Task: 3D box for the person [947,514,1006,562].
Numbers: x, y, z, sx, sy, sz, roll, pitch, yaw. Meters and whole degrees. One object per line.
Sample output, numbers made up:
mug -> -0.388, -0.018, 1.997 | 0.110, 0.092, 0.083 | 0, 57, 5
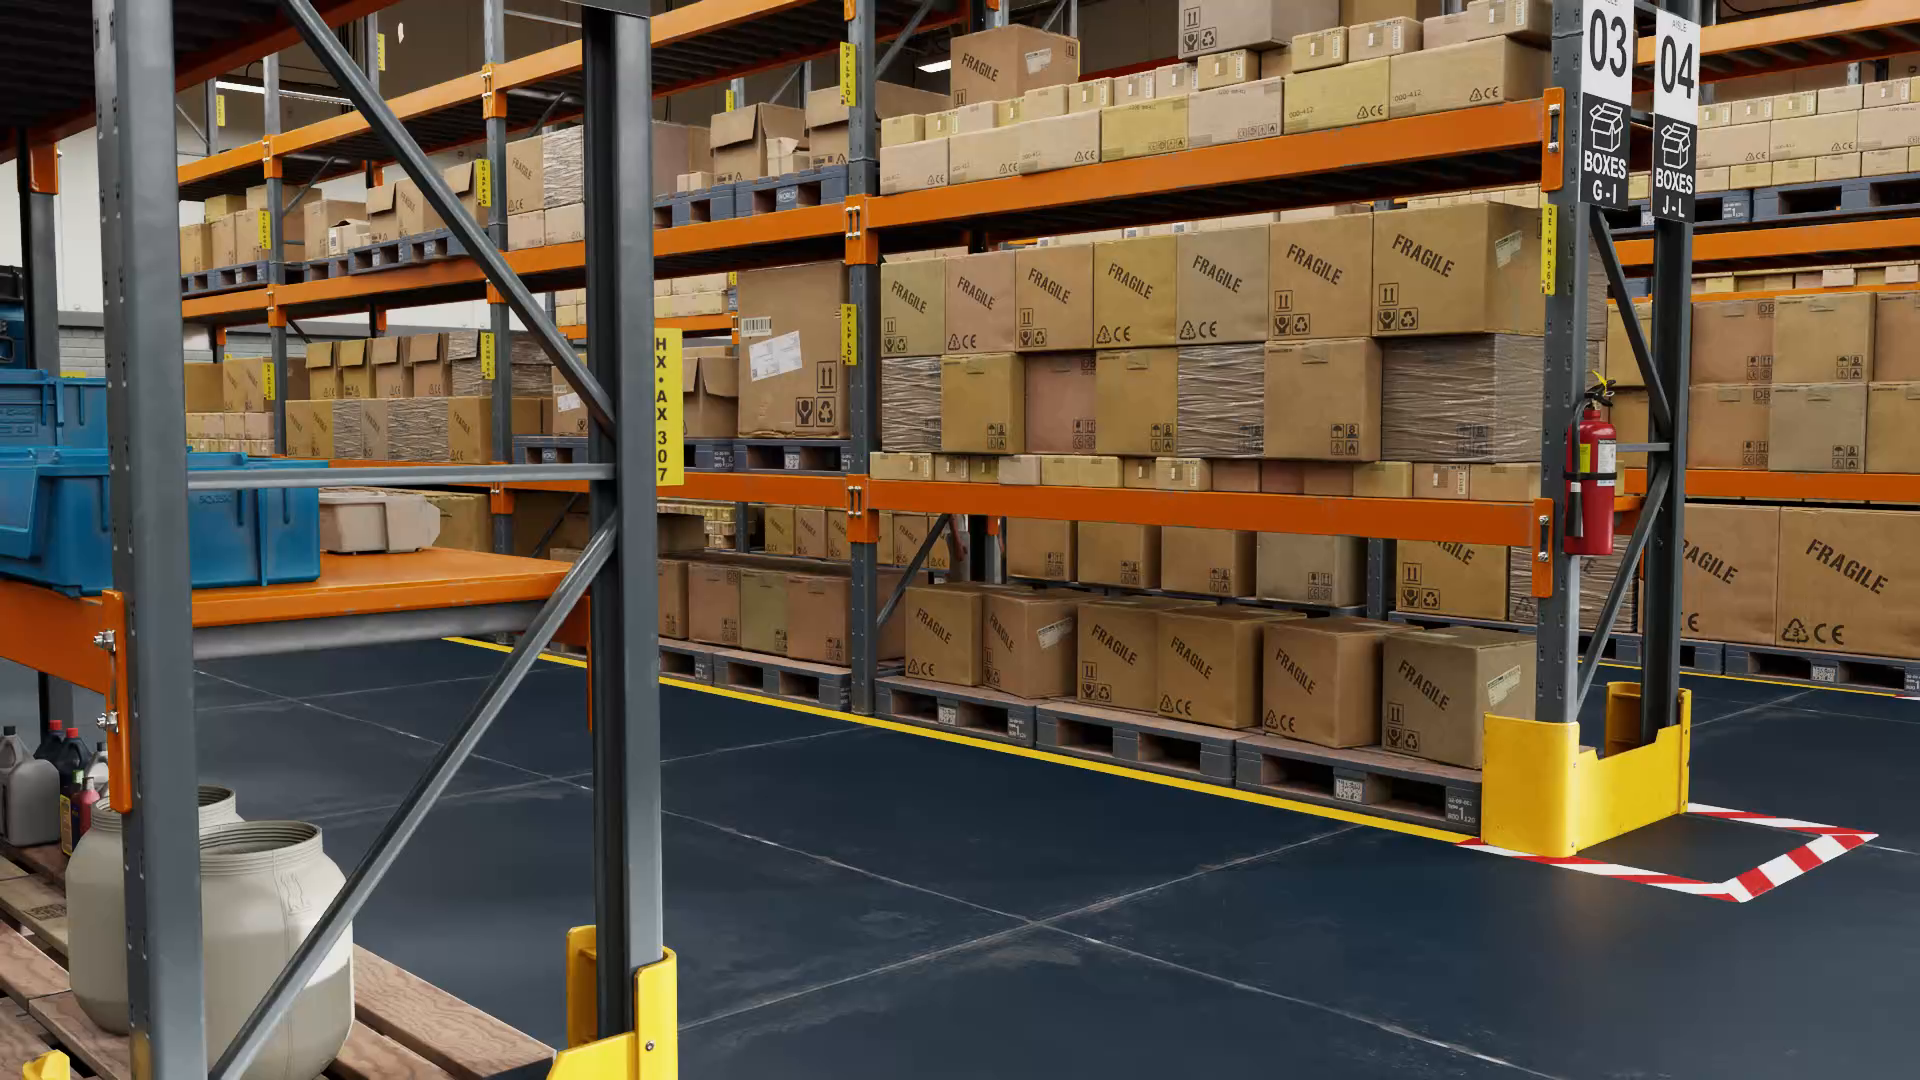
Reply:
person -> 0.129, -0.005, 11.107 | 0.508, 1.659, 0.321 | -4, 6, -44
